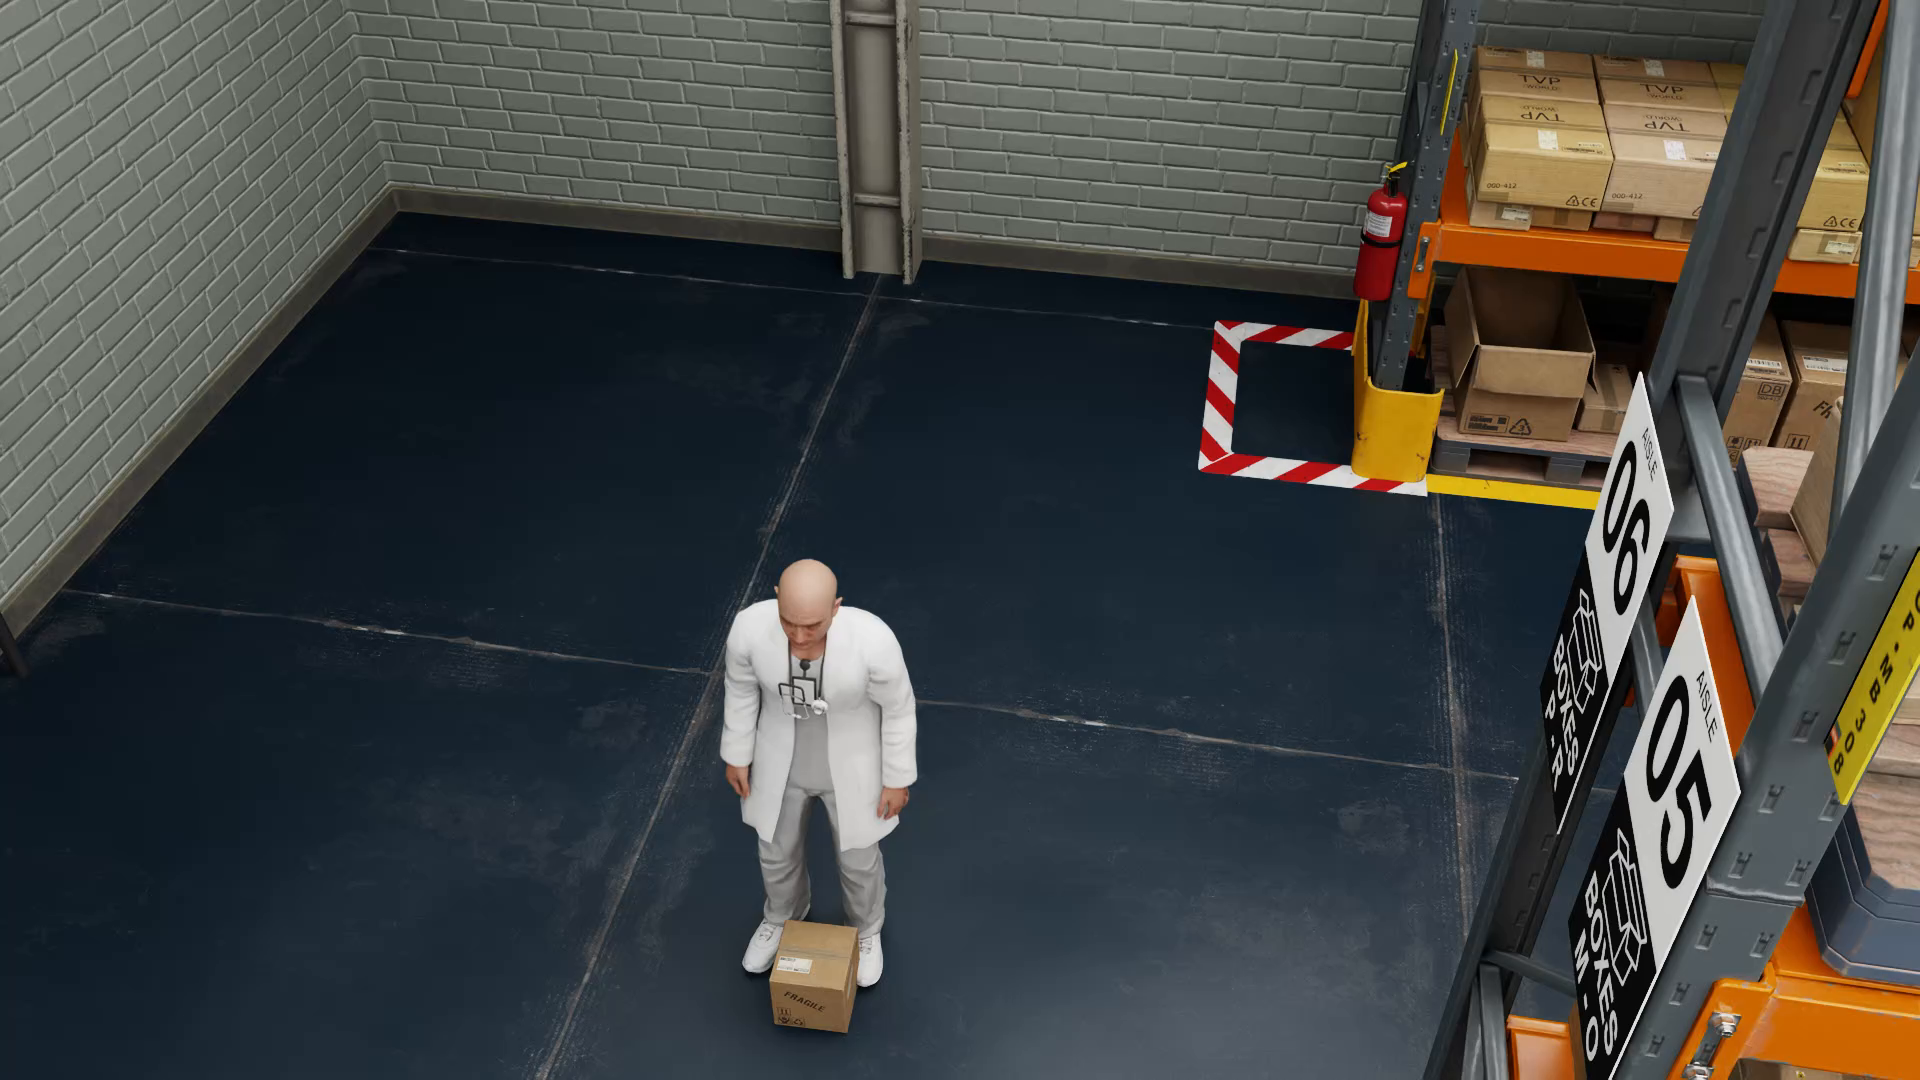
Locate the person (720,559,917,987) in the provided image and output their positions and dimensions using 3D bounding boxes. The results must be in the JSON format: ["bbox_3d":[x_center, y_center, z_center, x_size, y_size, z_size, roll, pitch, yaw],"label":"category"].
[{"bbox_3d":[-0.451,0.726,5.304,0.643,1.773,0.427,7,40,8],"label":"person"}]
